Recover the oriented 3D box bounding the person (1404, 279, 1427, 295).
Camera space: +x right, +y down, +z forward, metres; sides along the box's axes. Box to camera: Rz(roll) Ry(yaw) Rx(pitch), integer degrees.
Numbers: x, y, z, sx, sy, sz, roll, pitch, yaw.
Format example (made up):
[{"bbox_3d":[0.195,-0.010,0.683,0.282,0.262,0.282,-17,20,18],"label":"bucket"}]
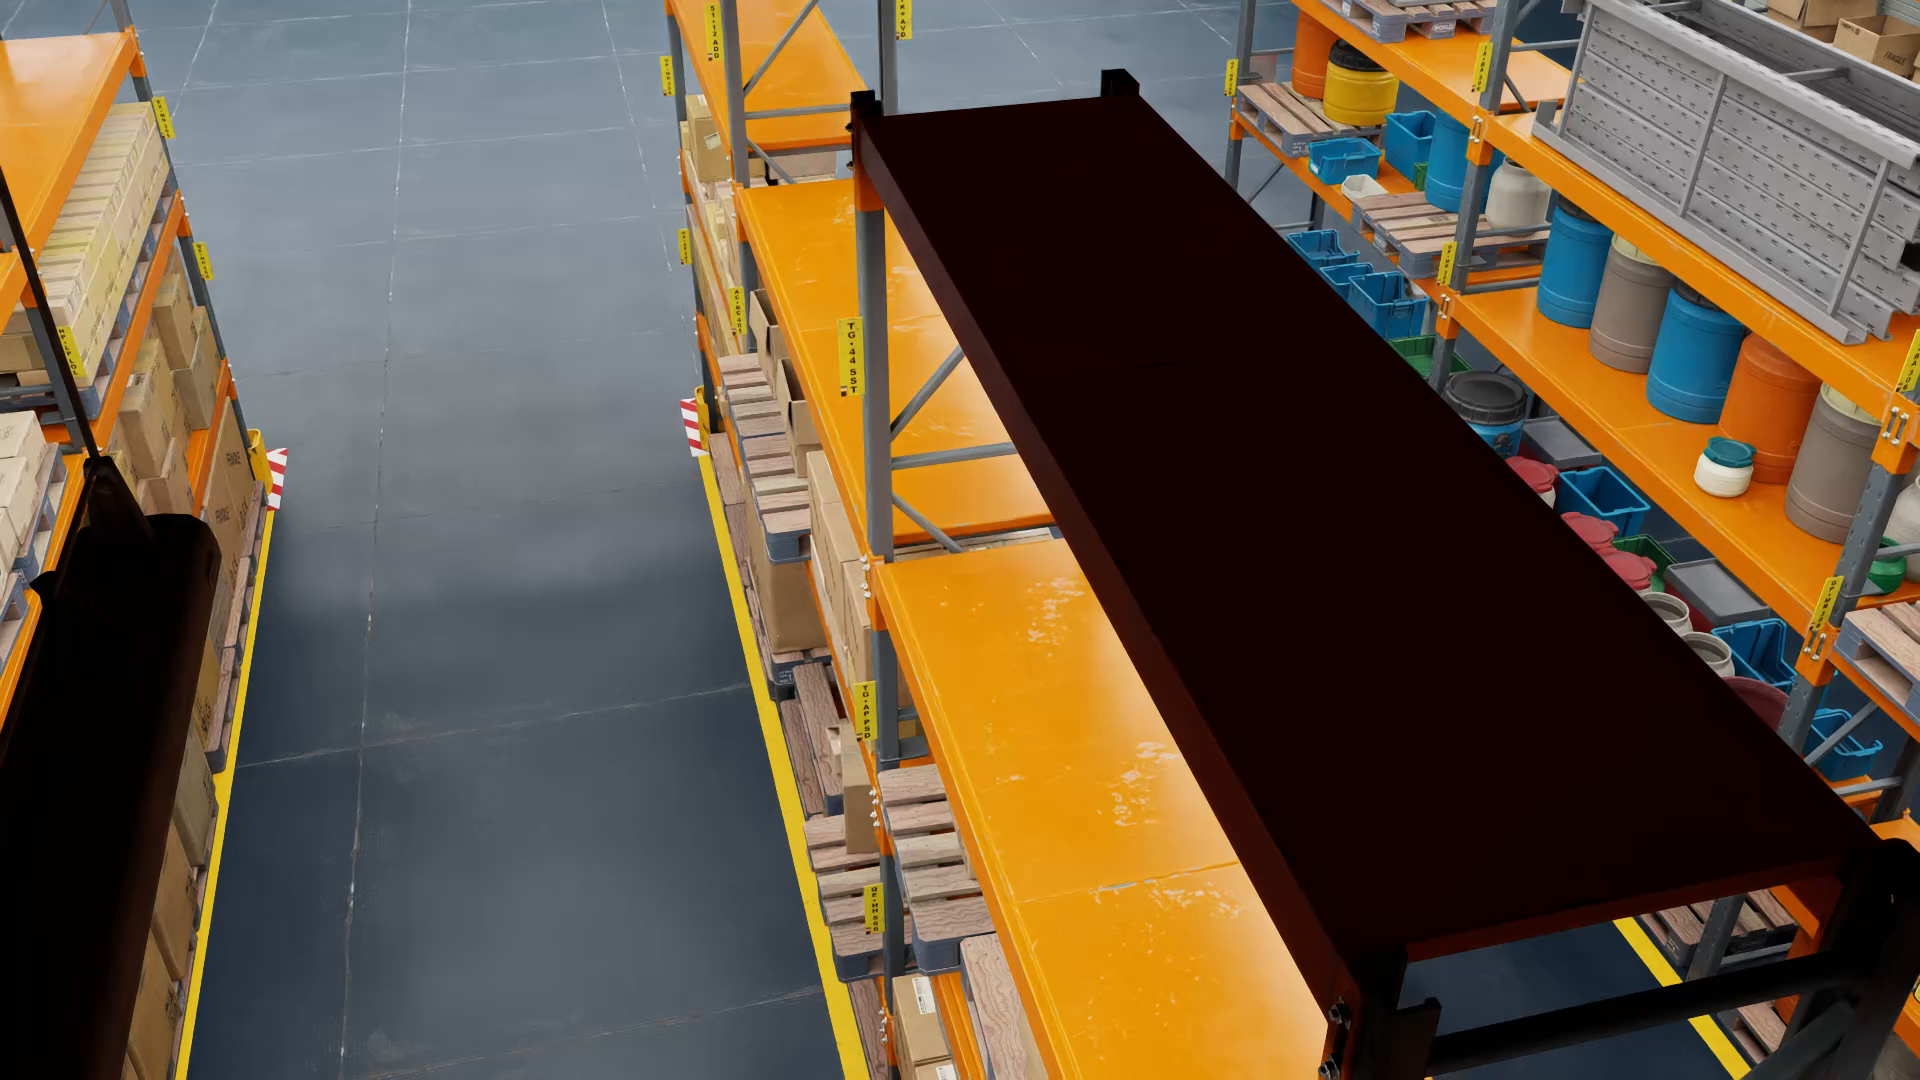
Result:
[{"bbox_3d":[4.503,-2.657,15.974,0.441,0.594,0.350,-16,38,-22],"label":"person"}]
